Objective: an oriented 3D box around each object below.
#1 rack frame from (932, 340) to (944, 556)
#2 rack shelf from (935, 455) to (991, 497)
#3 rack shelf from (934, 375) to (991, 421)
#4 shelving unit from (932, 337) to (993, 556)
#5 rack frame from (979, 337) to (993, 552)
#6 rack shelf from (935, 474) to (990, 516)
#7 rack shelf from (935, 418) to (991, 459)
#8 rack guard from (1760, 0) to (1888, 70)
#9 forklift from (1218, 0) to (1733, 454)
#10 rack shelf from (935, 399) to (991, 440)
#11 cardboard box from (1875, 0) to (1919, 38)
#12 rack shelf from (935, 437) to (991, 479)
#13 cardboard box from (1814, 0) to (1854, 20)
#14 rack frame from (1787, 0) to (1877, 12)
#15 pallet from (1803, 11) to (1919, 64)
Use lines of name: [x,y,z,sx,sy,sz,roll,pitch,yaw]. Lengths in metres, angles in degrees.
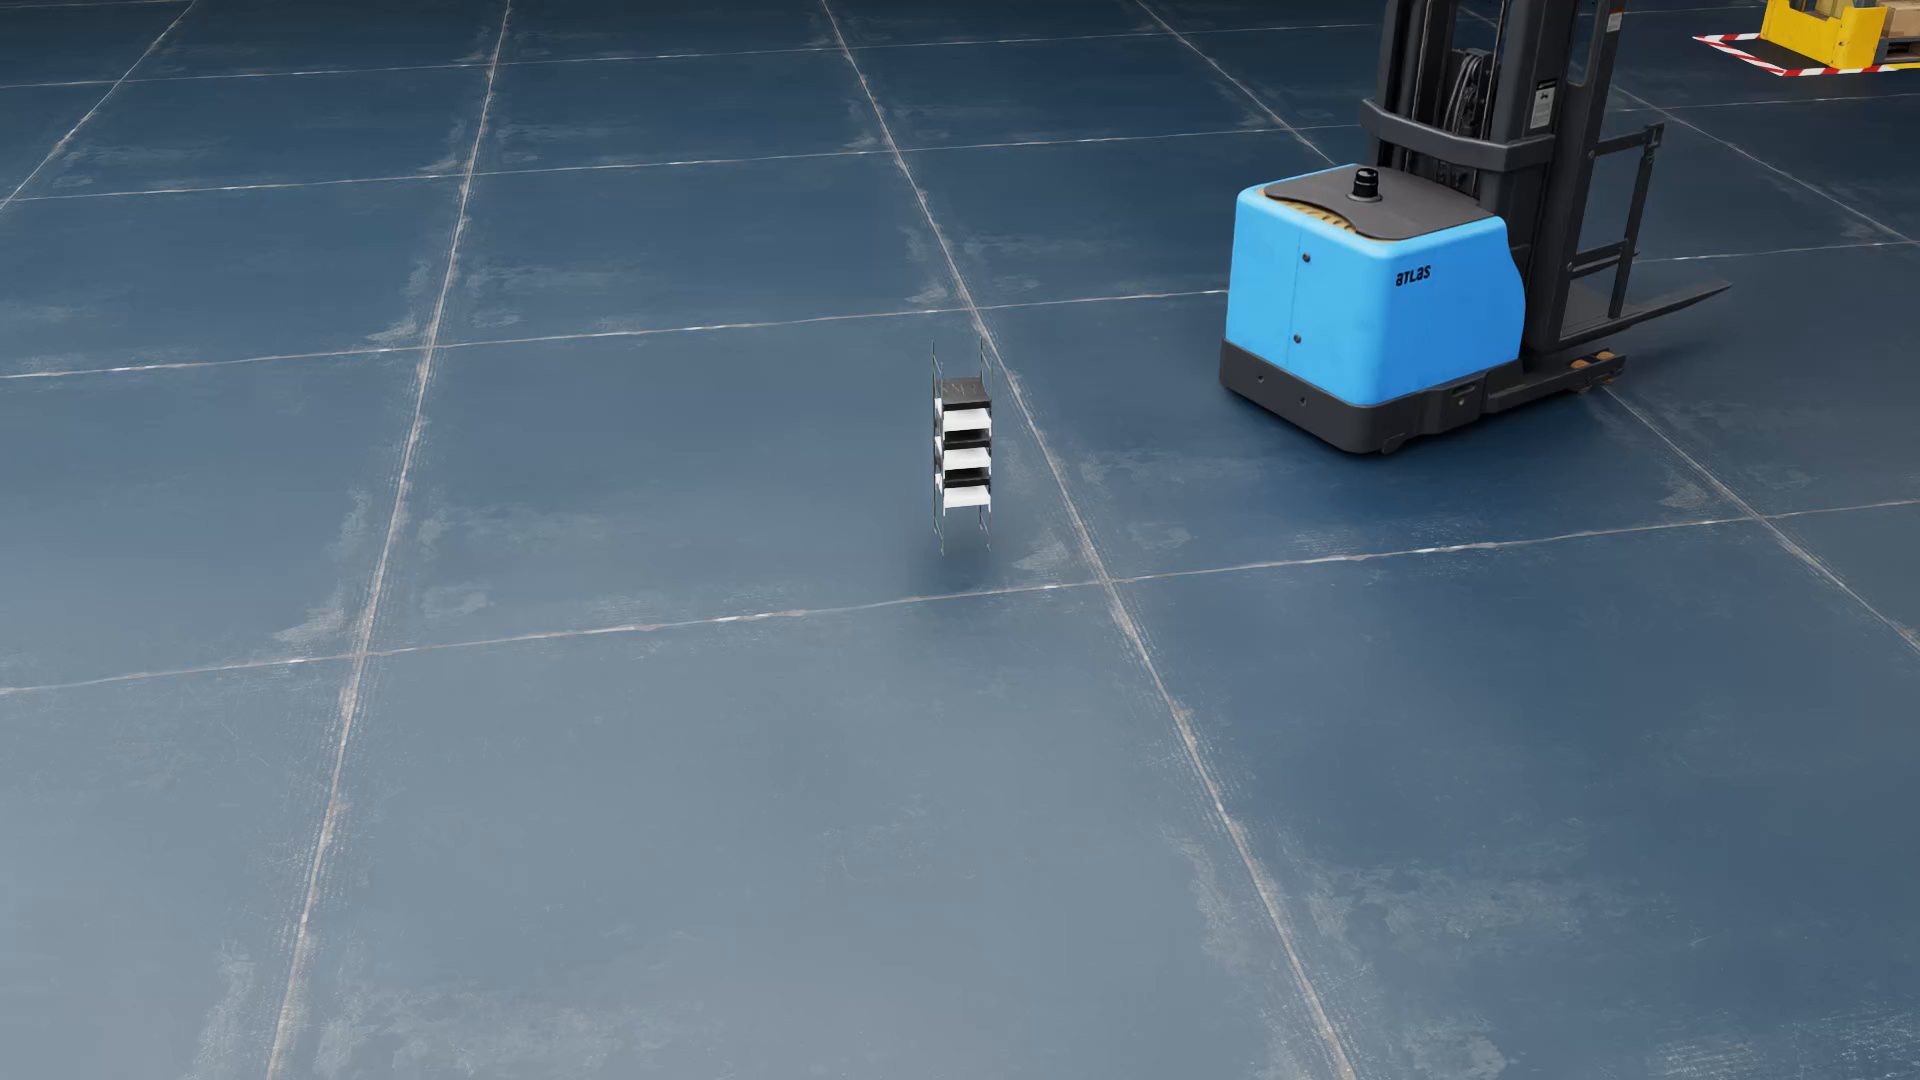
rack frame: [-0.092,-0.379,7.007,0.006,0.900,0.240,-5,31,-9]
rack shelf: [0.008,-0.282,7.086,0.200,0.077,0.258,-5,31,-9]
rack shelf: [0.008,-0.593,6.903,0.200,0.077,0.258,-5,31,-9]
shelving unit: [0.008,-0.389,7.023,0.210,0.900,0.258,-5,31,-9]
rack frame: [0.108,-0.398,7.039,0.006,0.900,0.240,-5,31,-9]
rack shelf: [0.008,-0.205,7.131,0.200,0.077,0.258,-5,31,-9]
rack shelf: [0.008,-0.437,6.994,0.200,0.077,0.258,-5,31,-9]
rack guard: [7.440,-4.472,14.362,0.348,0.500,1.175,-5,31,-9]
forklift: [2.839,-2.225,8.142,3.031,2.935,1.130,-18,35,-28]
rack shelf: [0.008,-0.515,6.949,0.200,0.077,0.258,-5,31,-9]
cardboard box: [8.031,-4.485,14.217,0.500,0.250,0.500,-5,31,-9]
rack shelf: [0.008,-0.360,7.040,0.200,0.077,0.258,-5,31,-9]
cardboard box: [7.938,-4.743,14.656,0.500,0.250,0.500,-5,31,-9]
rack frame: [7.463,-5.551,13.732,0.127,3.000,1.000,-5,31,-9]
pallet: [8.208,-4.440,14.593,1.213,0.211,1.003,-5,31,-9]
